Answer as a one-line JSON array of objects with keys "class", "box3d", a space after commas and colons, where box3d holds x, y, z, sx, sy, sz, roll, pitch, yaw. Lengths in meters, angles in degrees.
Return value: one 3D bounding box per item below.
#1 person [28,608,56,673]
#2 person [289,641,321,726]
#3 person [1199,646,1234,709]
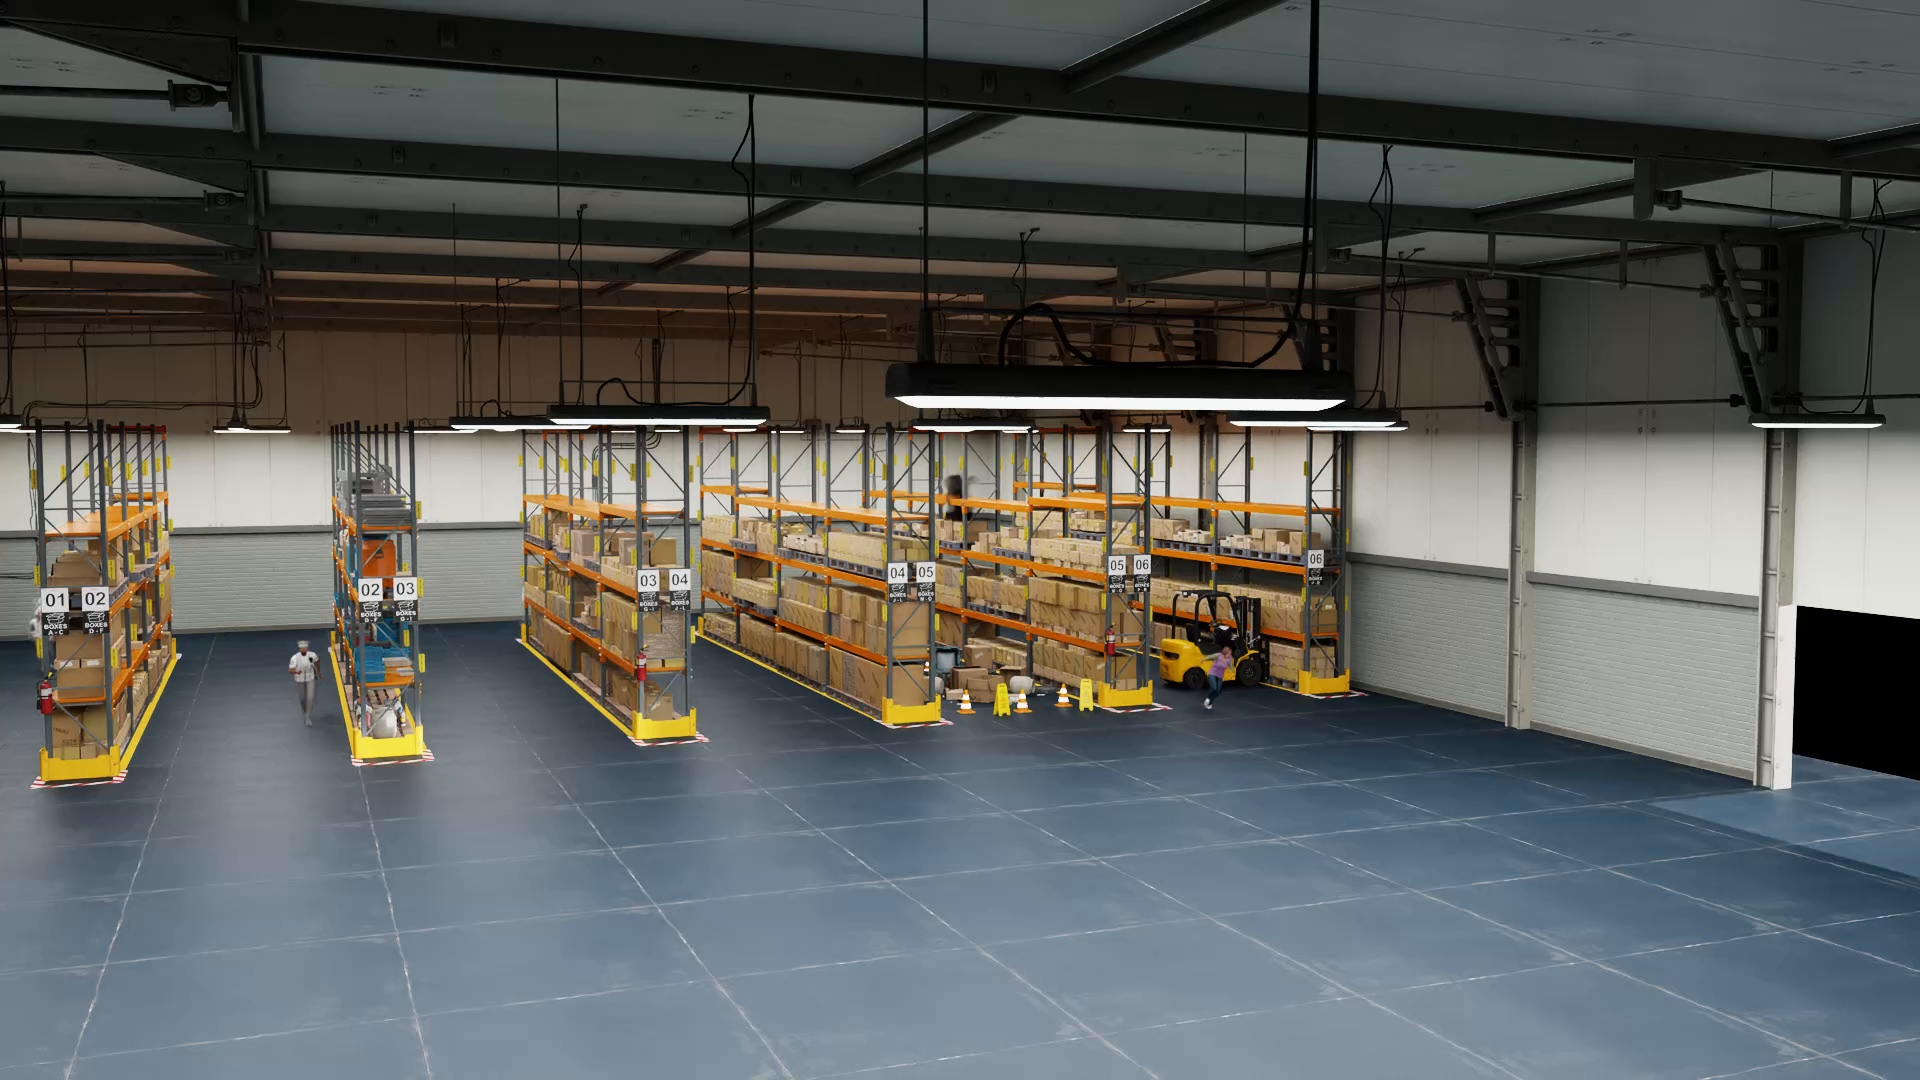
[{"class": "person", "box3d": [-22.112, 2.408, 40.093, 0.628, 1.612, 0.911, -3, 4, -38]}, {"class": "person", "box3d": [-13.040, 2.809, 33.135, 0.587, 1.670, 0.968, -1, 4, -18]}, {"class": "person", "box3d": [5.389, 2.869, 34.635, 0.544, 1.372, 0.899, -1, 4, -16]}]
